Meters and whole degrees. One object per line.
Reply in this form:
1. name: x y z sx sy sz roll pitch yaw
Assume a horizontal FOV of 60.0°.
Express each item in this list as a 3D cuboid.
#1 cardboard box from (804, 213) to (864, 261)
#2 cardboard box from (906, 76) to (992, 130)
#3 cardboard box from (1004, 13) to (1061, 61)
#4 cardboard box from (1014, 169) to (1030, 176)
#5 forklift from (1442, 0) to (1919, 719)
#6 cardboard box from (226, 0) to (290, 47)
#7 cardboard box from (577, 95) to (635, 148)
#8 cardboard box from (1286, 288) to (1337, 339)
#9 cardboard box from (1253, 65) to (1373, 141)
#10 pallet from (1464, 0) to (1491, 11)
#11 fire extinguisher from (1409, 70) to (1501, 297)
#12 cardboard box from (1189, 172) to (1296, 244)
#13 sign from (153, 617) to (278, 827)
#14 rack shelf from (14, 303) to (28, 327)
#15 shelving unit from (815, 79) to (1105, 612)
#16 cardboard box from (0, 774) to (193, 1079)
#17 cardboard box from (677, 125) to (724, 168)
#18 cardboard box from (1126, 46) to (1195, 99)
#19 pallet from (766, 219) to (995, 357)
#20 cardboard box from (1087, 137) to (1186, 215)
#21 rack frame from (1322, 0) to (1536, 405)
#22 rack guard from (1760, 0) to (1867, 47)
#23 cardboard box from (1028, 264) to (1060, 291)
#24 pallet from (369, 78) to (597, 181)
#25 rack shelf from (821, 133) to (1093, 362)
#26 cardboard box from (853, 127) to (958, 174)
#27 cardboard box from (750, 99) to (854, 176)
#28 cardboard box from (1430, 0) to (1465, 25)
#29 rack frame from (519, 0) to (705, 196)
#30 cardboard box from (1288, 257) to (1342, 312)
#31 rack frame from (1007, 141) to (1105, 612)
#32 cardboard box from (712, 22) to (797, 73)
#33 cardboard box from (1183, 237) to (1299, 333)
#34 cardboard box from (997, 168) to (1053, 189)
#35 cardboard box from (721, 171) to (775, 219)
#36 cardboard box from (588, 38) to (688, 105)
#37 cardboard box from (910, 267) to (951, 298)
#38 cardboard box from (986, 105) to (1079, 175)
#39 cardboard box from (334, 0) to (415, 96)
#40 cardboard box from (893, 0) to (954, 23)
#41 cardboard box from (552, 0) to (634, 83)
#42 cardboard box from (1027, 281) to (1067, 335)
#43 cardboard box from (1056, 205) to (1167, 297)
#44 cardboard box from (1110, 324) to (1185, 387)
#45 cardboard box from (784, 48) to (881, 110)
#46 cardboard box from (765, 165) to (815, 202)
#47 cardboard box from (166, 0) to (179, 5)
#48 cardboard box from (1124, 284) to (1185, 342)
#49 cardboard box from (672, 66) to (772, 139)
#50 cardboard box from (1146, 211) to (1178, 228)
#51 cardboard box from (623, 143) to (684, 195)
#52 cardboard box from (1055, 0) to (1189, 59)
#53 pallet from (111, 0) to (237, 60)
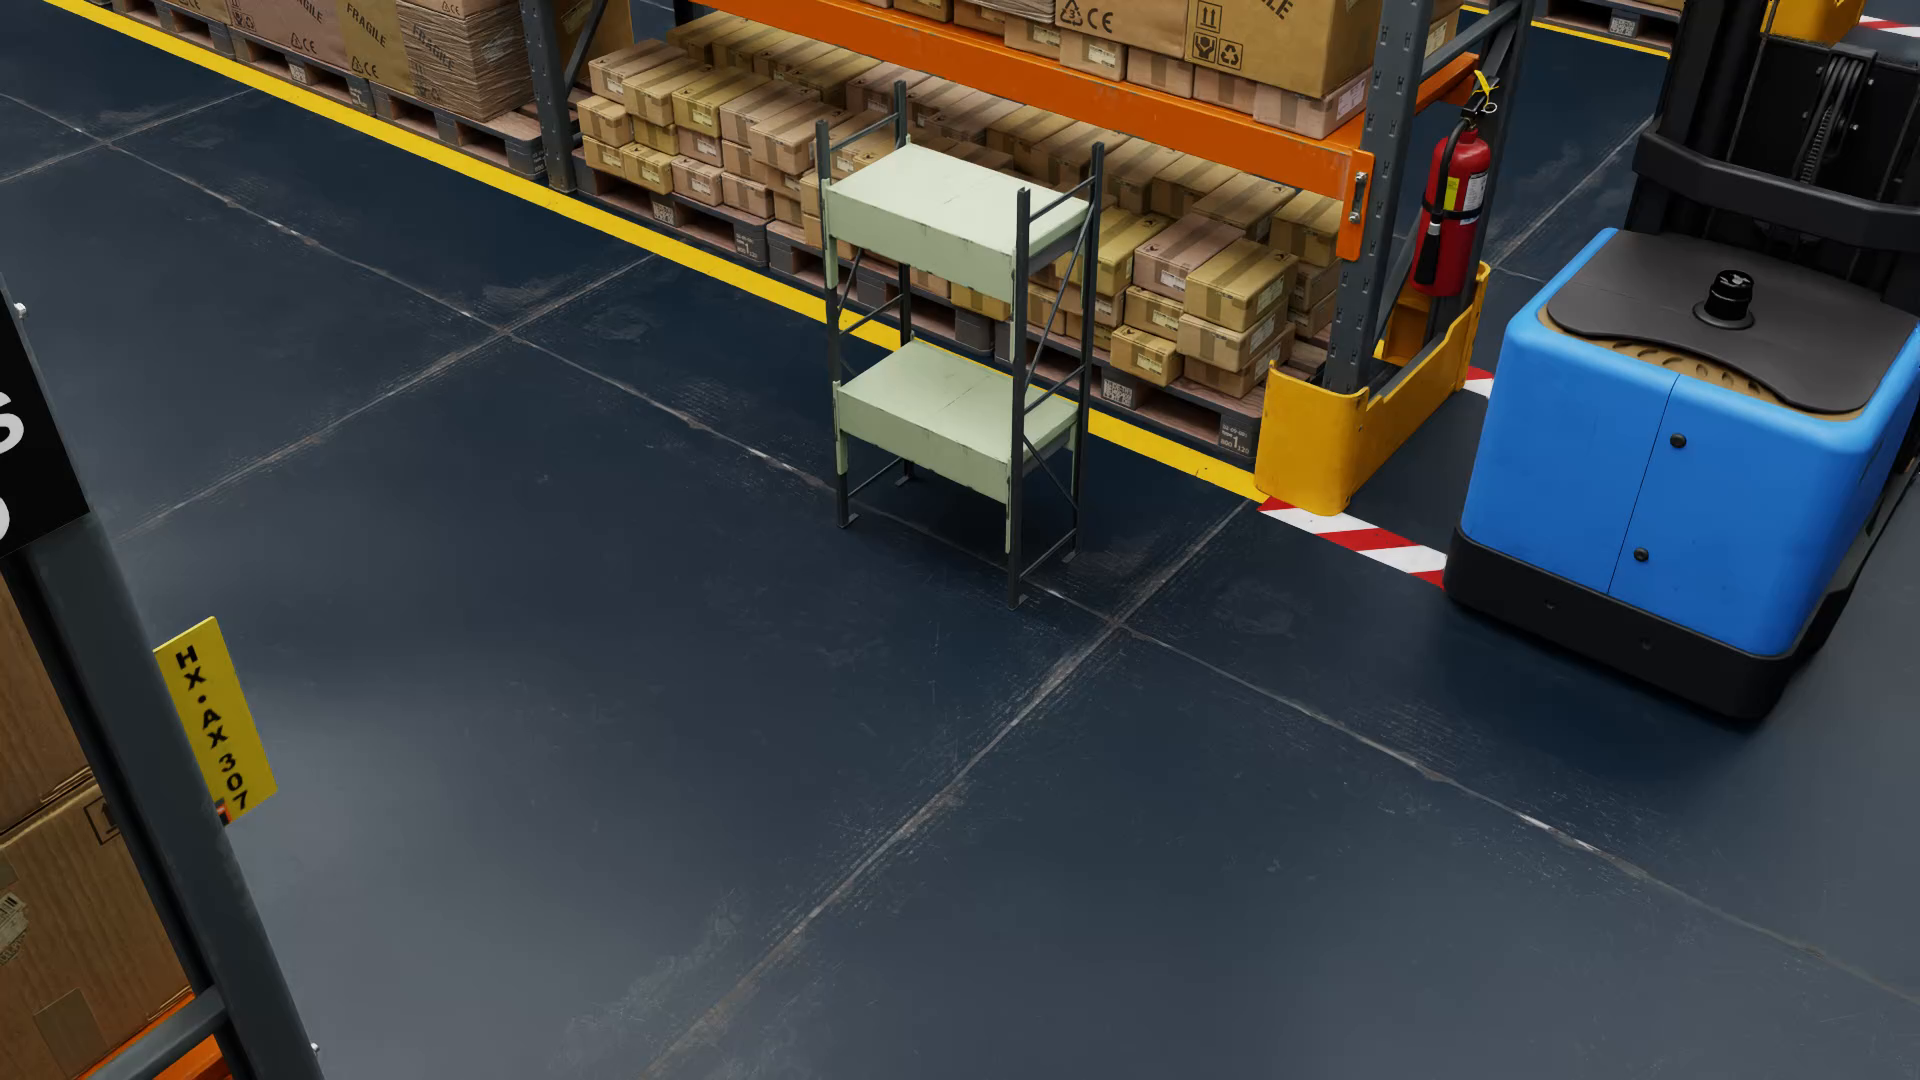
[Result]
1. cardboard box: -0.442 -1.350 7.013 0.250 0.149 0.380 24 44 27
2. cardboard box: -0.070 -1.886 7.215 0.250 0.149 0.380 24 44 27
3. cardboard box: 0.364 -1.849 5.882 0.250 0.149 0.380 23 44 27
4. cardboard box: 0.247 -1.513 6.980 0.250 0.149 0.380 28 46 31
5. forklift: 2.883 -1.471 5.251 1.130 2.935 3.031 26 45 29
6. cardboard box: -3.550 -2.980 8.810 0.500 0.500 0.500 24 44 28
7. cardboard box: -1.498 -1.935 7.518 0.250 0.149 0.380 27 46 30
8. cardboard box: 1.364 -0.965 6.521 0.250 0.149 0.380 26 45 29
9. cardboard box: 1.155 -1.454 5.377 0.250 0.149 0.380 25 45 29
10. pallet: 3.032 -3.580 10.152 1.213 0.211 1.003 25 45 29
11. fire extinguisher: 1.505 -1.071 5.050 0.183 0.674 0.296 25 45 29
12. cardboard box: 1.084 -1.253 6.407 0.250 0.149 0.380 26 45 29
13. sign: -0.999 0.251 2.230 0.005 0.325 0.100 25 45 29
14. rack shelf: -2.930 -0.754 2.430 4.000 0.370 1.077 25 45 29
15. shelving unit: -0.005 -0.593 5.291 0.755 1.500 0.431 25 45 29
16. cardboard box: -1.548 0.533 2.555 0.500 0.500 0.500 25 44 28
17. cardboard box: -1.027 -1.810 7.359 0.250 0.149 0.380 25 44 28
18. cardboard box: 0.772 -1.652 5.630 0.250 0.149 0.380 25 44 28
19. pallet: -0.063 -1.278 7.211 1.213 0.211 1.003 25 45 29
20. cardboard box: 0.714 -1.462 6.674 0.250 0.149 0.380 23 44 27
21. rack frame: 1.586 -1.569 5.321 0.127 3.000 1.000 25 45 29
22. rack guard: 4.698 -2.967 9.134 0.348 0.500 1.175 25 45 29
23. cardboard box: 0.428 -1.132 6.493 0.250 0.149 0.380 25 44 28
24. pallet: -2.211 -2.260 8.465 1.213 0.211 1.003 25 45 29
25. rack shelf: -0.005 -0.900 5.050 0.720 0.370 0.431 25 45 29
26. cardboard box: -0.218 -1.516 6.742 0.250 0.149 0.380 25 45 29
27. cardboard box: -0.657 -1.689 6.964 0.250 0.149 0.380 26 45 29
28. cardboard box: 1.397 -2.029 5.586 0.500 0.500 0.500 27 46 31
29. rack frame: -1.592 -3.067 7.234 0.127 3.000 1.000 25 45 29
30. cardboard box: 1.325 -1.051 6.390 0.250 0.149 0.380 27 46 30
31. rack frame: 0.285 -0.456 5.116 0.023 1.500 0.400 25 45 29
32. cardboard box: -0.924 -2.262 7.695 0.250 0.149 0.380 26 45 29
33. cardboard box: 1.011 -0.920 5.982 0.250 0.149 0.380 26 45 29
34. cardboard box: 0.149 -1.279 6.439 0.250 0.149 0.380 27 45 30
35. cardboard box: -0.825 -1.578 7.305 0.250 0.149 0.380 24 44 28
36. cardboard box: -1.444 -2.114 7.506 0.250 0.149 0.380 27 46 30
37. cardboard box: -0.032 -1.158 6.768 0.250 0.149 0.380 26 45 29
38. cardboard box: 0.319 -1.692 6.967 0.250 0.149 0.380 26 45 29
39. cardboard box: -2.740 -2.594 8.317 0.500 0.500 0.500 24 44 28
40. cardboard box: -0.035 -2.071 6.165 0.250 0.149 0.380 26 45 29
41. cardboard box: -2.017 -2.655 8.395 0.500 0.500 0.500 27 45 30
42. cardboard box: 0.413 -0.981 6.541 0.250 0.149 0.380 26 45 29
43. cardboard box: 0.564 -1.077 6.182 0.250 0.149 0.380 24 44 28
44. cardboard box: 0.775 -0.754 6.251 0.250 0.149 0.380 27 45 30
45. cardboard box: -0.563 -2.037 7.408 0.250 0.149 0.380 27 45 30
46. cardboard box: -0.610 -1.593 7.082 0.250 0.149 0.380 27 46 30
47. cardboard box: -4.362 -3.356 9.291 0.500 0.500 0.500 23 44 27
48. cardboard box: 0.818 -0.911 6.211 0.250 0.149 0.380 24 44 28
49. cardboard box: -1.030 -1.911 7.247 0.250 0.149 0.380 25 44 28
50. cardboard box: 0.894 -1.229 6.618 0.250 0.149 0.380 26 45 29
51. cardboard box: -1.286 -1.717 7.481 0.250 0.149 0.380 27 45 30
52. cardboard box: 0.666 -1.963 5.502 0.500 0.500 0.500 25 44 28
53. pallet: -4.149 -3.174 9.633 1.213 0.211 1.003 25 45 29
